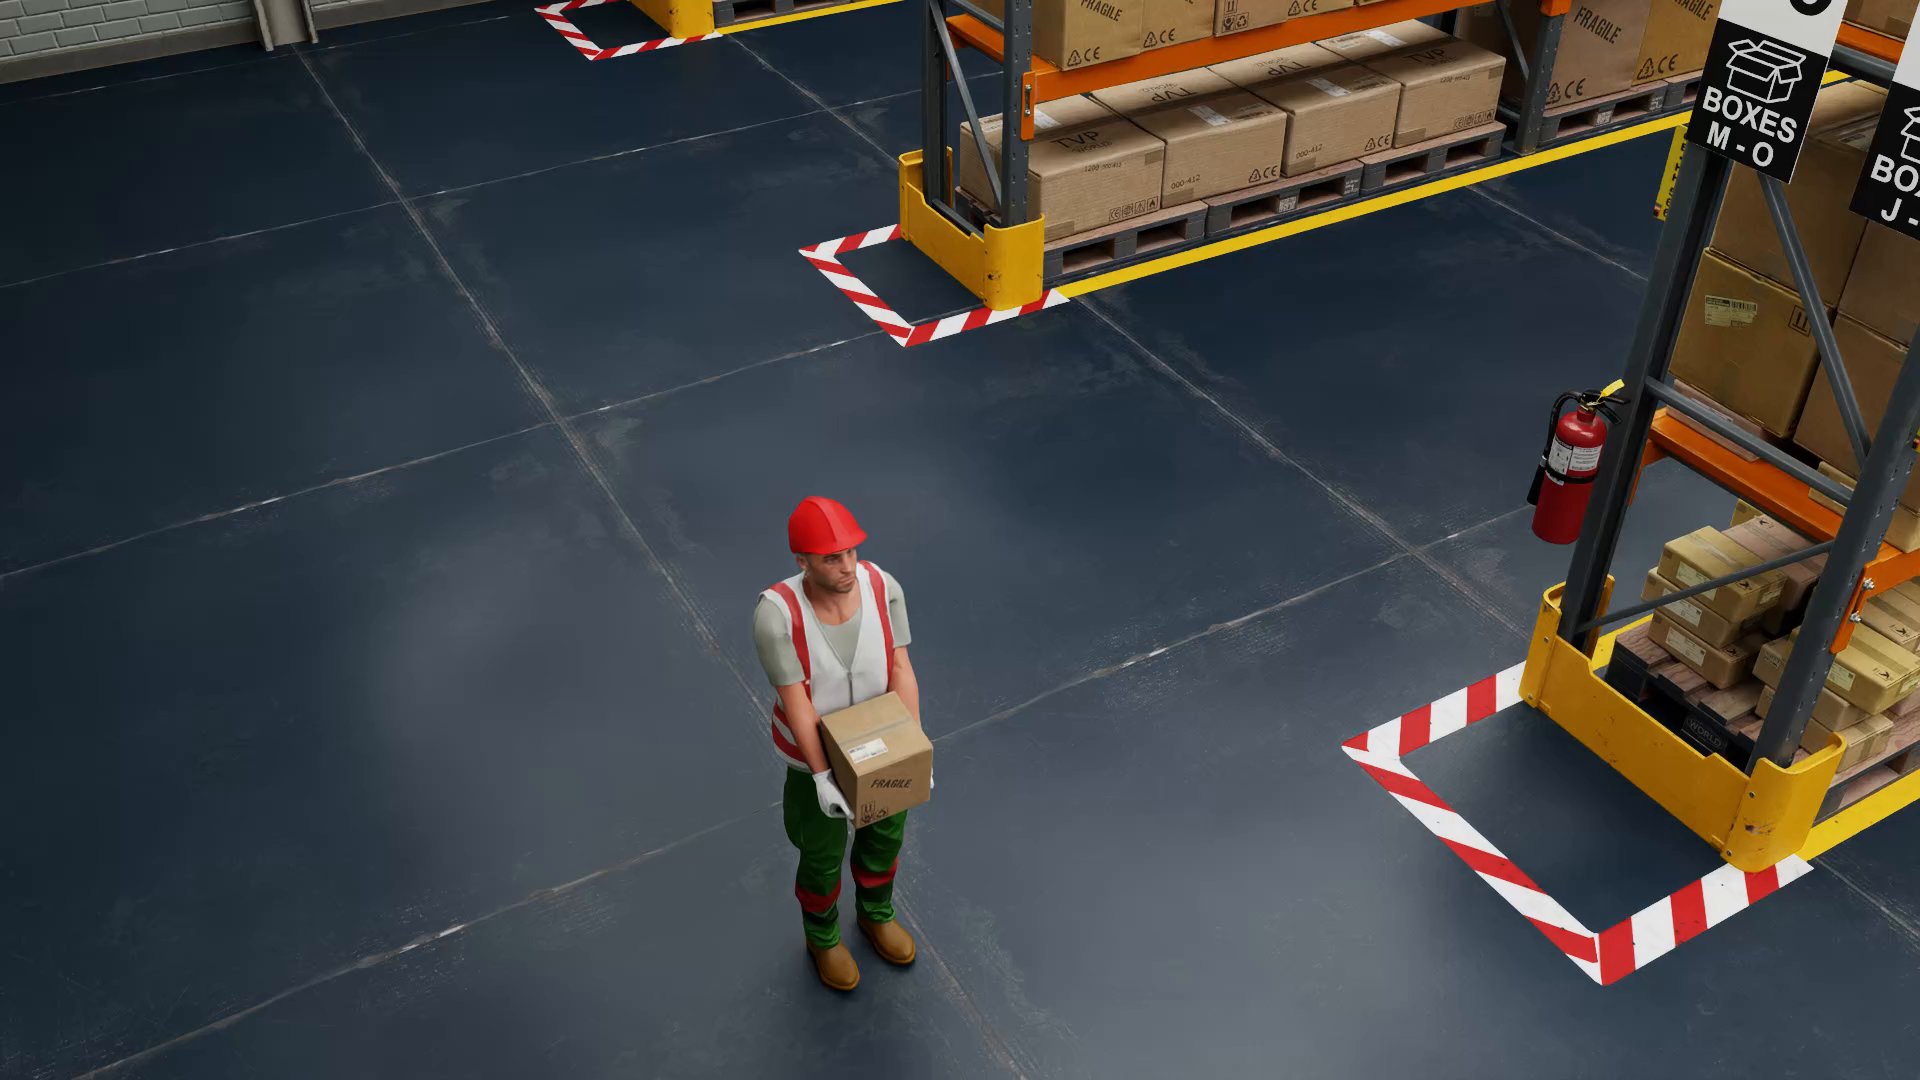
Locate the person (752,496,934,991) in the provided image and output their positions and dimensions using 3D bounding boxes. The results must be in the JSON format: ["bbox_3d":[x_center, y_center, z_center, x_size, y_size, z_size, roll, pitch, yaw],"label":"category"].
[{"bbox_3d":[-0.324,0.695,5.194,0.494,1.782,0.570,-18,40,-23],"label":"person"}]
